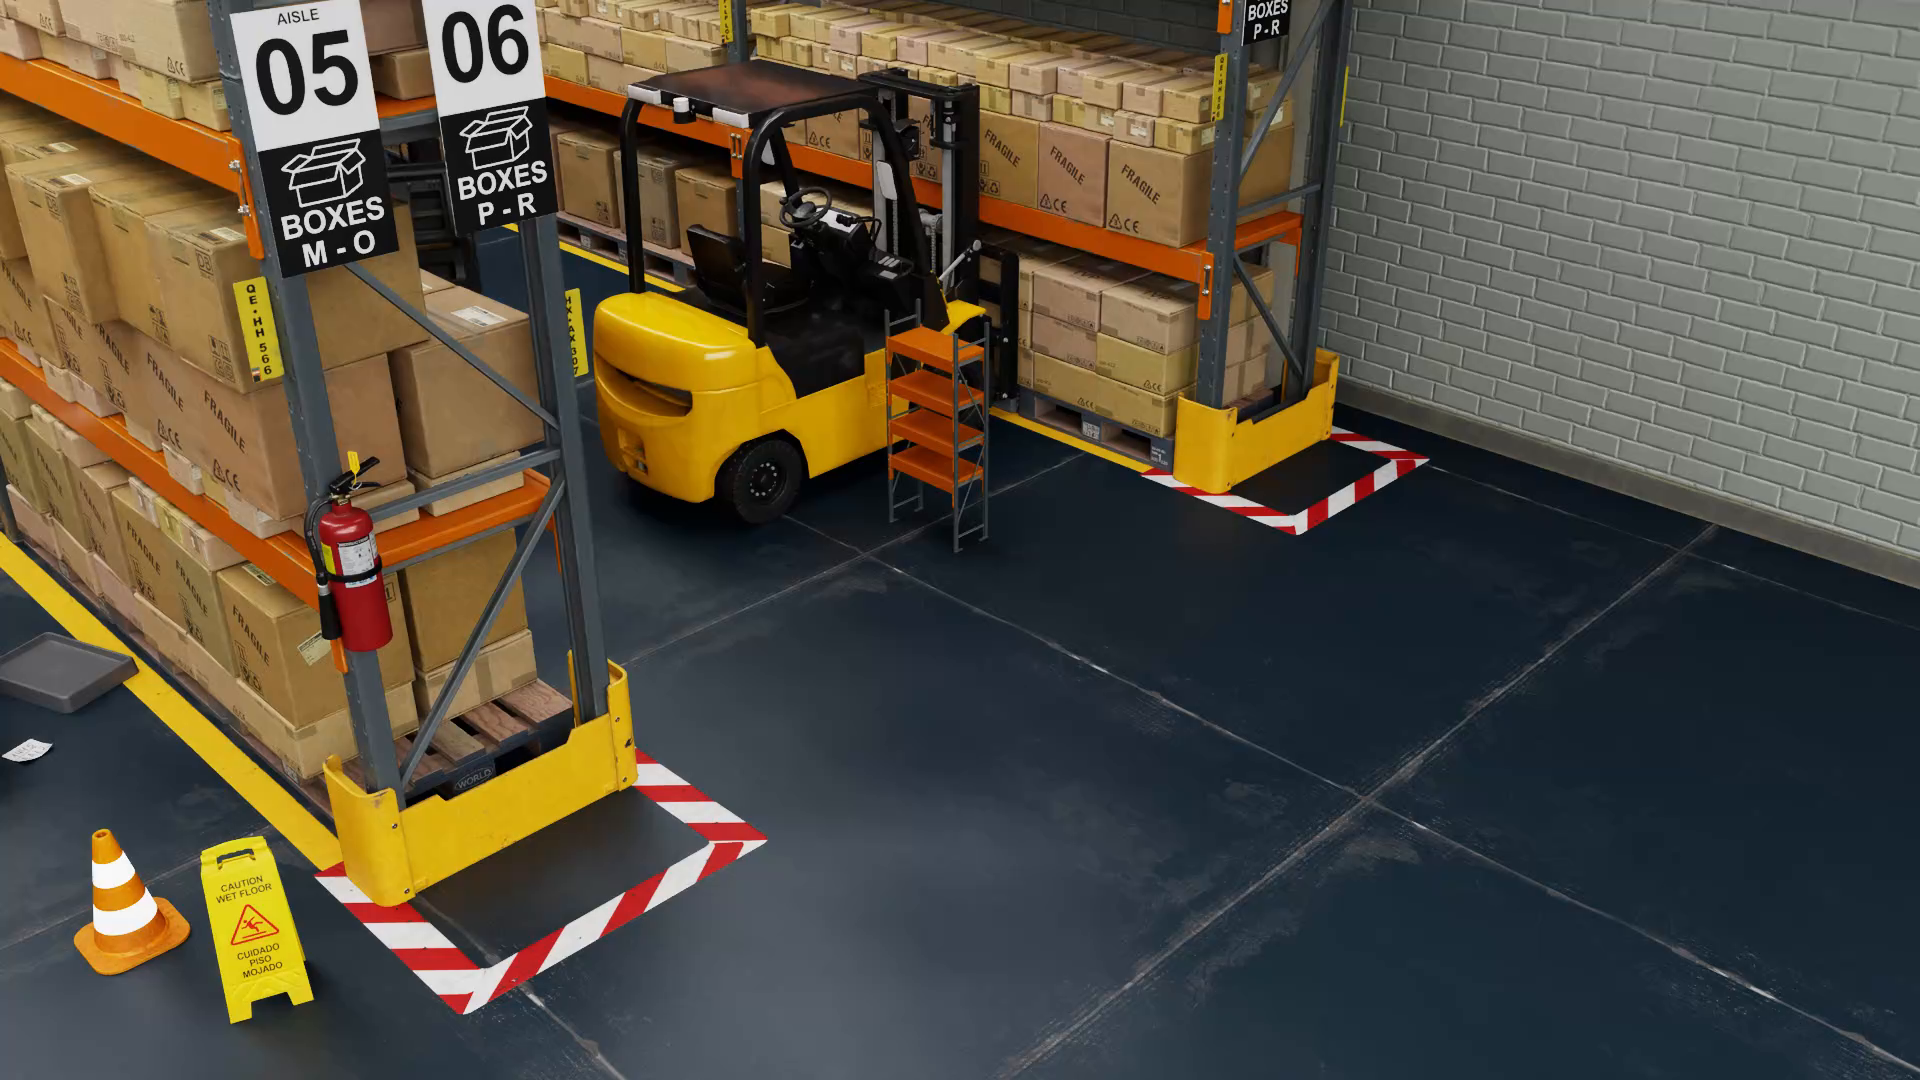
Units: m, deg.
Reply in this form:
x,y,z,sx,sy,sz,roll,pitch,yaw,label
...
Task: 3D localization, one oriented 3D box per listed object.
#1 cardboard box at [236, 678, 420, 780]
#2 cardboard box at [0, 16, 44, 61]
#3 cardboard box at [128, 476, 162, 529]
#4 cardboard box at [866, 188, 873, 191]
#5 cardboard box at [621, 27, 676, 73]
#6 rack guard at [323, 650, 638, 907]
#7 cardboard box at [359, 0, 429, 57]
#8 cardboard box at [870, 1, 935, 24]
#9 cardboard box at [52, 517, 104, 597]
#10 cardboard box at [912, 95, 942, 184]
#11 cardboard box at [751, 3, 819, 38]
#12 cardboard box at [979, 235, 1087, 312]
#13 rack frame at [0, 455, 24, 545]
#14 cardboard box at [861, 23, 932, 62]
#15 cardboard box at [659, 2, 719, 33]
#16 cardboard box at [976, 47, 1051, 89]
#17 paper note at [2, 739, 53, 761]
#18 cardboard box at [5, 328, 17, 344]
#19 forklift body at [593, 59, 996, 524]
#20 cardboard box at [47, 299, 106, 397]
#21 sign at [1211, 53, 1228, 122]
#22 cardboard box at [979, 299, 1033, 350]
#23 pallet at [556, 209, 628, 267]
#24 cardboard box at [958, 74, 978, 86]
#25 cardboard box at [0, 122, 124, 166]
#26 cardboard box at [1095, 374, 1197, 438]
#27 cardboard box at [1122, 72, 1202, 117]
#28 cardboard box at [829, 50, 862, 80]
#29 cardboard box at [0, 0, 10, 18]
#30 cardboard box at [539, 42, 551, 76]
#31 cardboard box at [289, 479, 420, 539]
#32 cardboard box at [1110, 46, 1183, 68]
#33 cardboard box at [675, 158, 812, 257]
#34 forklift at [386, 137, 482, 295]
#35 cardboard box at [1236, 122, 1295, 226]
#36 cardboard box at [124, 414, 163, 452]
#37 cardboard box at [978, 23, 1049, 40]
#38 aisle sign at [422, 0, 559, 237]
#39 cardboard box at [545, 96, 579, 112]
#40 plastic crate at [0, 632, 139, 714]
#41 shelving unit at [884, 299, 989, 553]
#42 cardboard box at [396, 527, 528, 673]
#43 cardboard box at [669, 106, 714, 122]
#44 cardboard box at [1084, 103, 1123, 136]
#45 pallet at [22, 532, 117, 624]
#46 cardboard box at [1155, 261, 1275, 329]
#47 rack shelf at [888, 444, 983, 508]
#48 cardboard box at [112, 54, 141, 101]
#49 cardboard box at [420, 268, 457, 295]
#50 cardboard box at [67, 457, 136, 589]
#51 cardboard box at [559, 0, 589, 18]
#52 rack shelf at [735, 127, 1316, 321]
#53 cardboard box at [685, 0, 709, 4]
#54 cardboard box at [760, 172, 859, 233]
x,y,z,sx,sy,sz,roll,pitch,yaw,label
-2.565,0.669,6.758,0.500,0.250,0.500,24,36,38,cardboard box
-3.360,-1.907,6.200,0.250,0.149,0.380,24,36,38,cardboard box
-3.210,-0.210,6.927,0.380,0.149,0.250,-23,36,-37,cardboard box
-0.300,-2.288,11.308,0.500,0.250,0.500,24,36,38,cardboard box
-2.059,-3.529,11.863,0.500,0.250,0.500,23,36,37,cardboard box
-1.837,0.901,6.498,0.348,0.500,1.175,25,36,38,rack guard
-1.955,-1.826,5.617,0.500,0.250,0.500,24,36,38,cardboard box
-0.371,-3.415,10.898,0.250,0.149,0.380,24,36,38,cardboard box
-4.015,-0.002,8.033,0.500,0.250,0.500,-23,35,-36,cardboard box
0.064,-2.446,10.072,0.500,0.500,0.500,25,37,39,cardboard box
-1.139,-3.394,10.858,0.380,0.149,0.250,-24,36,-38,cardboard box
0.412,-1.613,10.023,0.500,0.250,0.500,-25,37,-39,cardboard box
-4.635,-1.485,8.352,0.127,3.000,1.000,25,36,38,rack frame
-0.385,-3.065,10.232,0.250,0.149,0.380,24,36,38,cardboard box
-1.892,-3.678,11.718,0.250,0.149,0.380,25,36,38,cardboard box
0.311,-2.722,9.579,0.380,0.149,0.250,-24,36,-38,cardboard box
-3.941,0.887,7.030,0.148,0.019,0.142,12,30,22,paper note
-4.208,-1.023,7.743,0.250,0.149,0.380,24,36,38,cardboard box
-0.937,-1.466,9.227,1.214,2.155,2.313,25,36,38,forklift body
-3.420,-0.943,6.893,0.500,0.500,0.500,-25,37,-39,cardboard box
1.304,-2.270,8.346,0.005,0.325,0.100,25,36,38,sign
0.395,-1.403,10.160,0.500,0.250,0.500,24,36,37,cardboard box
-2.585,-2.525,13.325,1.213,0.211,1.003,25,36,38,pallet
0.204,-2.702,9.861,0.250,0.149,0.380,24,36,38,cardboard box
-3.350,-1.402,6.691,0.500,0.500,0.700,24,36,38,cardboard box
1.138,-0.846,9.639,0.500,0.250,0.500,25,37,39,cardboard box
1.093,-2.409,8.984,0.250,0.149,0.380,25,36,38,cardboard box
-0.600,-3.009,10.445,0.380,0.149,0.250,-24,36,-38,cardboard box
-3.430,-2.147,6.228,0.500,0.250,0.500,-25,37,-39,cardboard box
-3.138,-3.815,12.944,0.500,0.250,0.500,23,36,37,cardboard box
-2.200,-0.120,6.025,0.380,0.149,0.250,-24,36,-38,cardboard box
1.077,-2.736,9.606,0.250,0.149,0.380,25,37,39,cardboard box
-1.538,-2.435,12.258,0.875,0.625,0.625,-23,36,-37,cardboard box
-3.206,-1.786,8.998,1.130,2.935,3.031,-9,29,-16,forklift
1.536,-2.127,9.464,0.500,0.500,0.500,-24,36,-38,cardboard box
-3.161,-0.514,6.775,0.250,0.149,0.380,24,36,38,cardboard box
0.331,-3.071,10.244,0.380,0.149,0.250,-24,36,-38,cardboard box
-1.522,-1.413,5.422,0.004,0.787,0.394,25,36,38,aisle sign
-3.575,-3.366,14.028,0.875,0.625,0.625,-24,36,-38,cardboard box
-4.091,0.591,7.539,0.583,0.080,0.402,12,30,22,plastic crate
-0.118,-0.585,8.573,0.503,1.200,0.258,25,36,38,shelving unit
-2.182,0.157,6.927,0.500,0.500,0.500,23,36,37,cardboard box
-1.701,-3.145,11.669,0.500,0.250,0.500,-24,36,-38,cardboard box
0.905,-2.359,9.208,0.380,0.149,0.250,-24,36,-38,cardboard box
-4.132,-0.044,8.606,1.213,0.211,1.003,25,36,38,pallet
1.484,-1.460,9.732,0.500,0.250,0.500,24,36,38,cardboard box
-0.118,-0.350,8.697,0.480,0.148,0.258,25,36,38,rack shelf
-2.600,-1.589,5.595,0.380,0.149,0.250,-24,36,-38,cardboard box
-2.298,-0.771,6.565,0.500,0.500,0.500,-24,36,-38,cardboard box
-3.645,-0.163,7.535,0.500,0.500,0.500,-23,35,-37,cardboard box
-2.733,-3.971,12.274,0.250,0.149,0.380,23,36,37,cardboard box
0.268,-2.163,10.413,4.000,0.370,1.077,25,36,38,rack shelf
-1.787,-3.914,12.167,0.250,0.149,0.380,24,36,38,cardboard box
-1.033,-2.283,11.298,0.500,0.250,0.500,24,36,38,cardboard box
